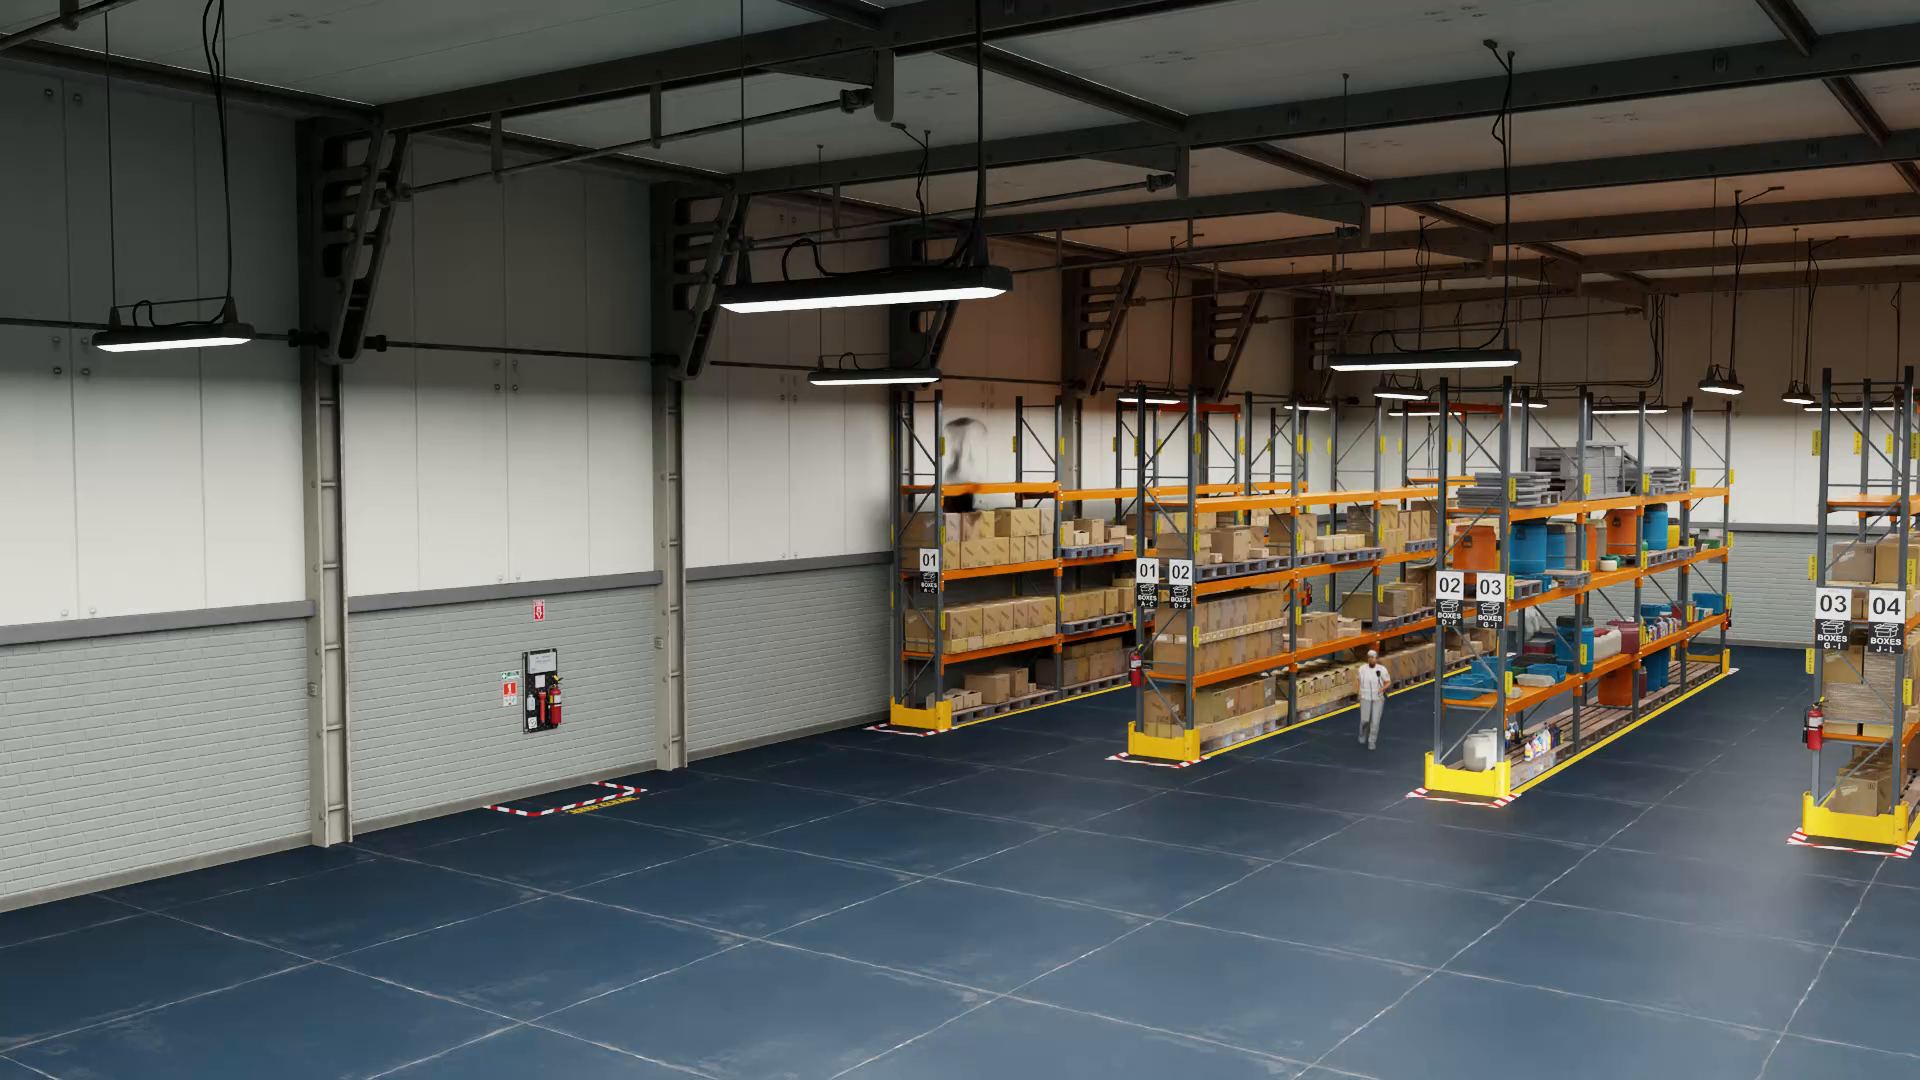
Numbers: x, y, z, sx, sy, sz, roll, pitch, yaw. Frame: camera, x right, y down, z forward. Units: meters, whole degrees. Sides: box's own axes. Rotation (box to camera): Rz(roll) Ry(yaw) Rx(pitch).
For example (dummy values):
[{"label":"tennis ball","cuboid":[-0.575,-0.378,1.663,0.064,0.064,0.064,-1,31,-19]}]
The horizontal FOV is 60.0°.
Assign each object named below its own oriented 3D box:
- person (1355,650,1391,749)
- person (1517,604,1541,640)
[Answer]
[{"label":"person","cuboid":[6.826,2.648,27.522,0.591,1.622,0.558,1,3,18]},{"label":"person","cuboid":[13.998,1.881,40.841,0.619,1.634,0.488,0,3,-3]}]
